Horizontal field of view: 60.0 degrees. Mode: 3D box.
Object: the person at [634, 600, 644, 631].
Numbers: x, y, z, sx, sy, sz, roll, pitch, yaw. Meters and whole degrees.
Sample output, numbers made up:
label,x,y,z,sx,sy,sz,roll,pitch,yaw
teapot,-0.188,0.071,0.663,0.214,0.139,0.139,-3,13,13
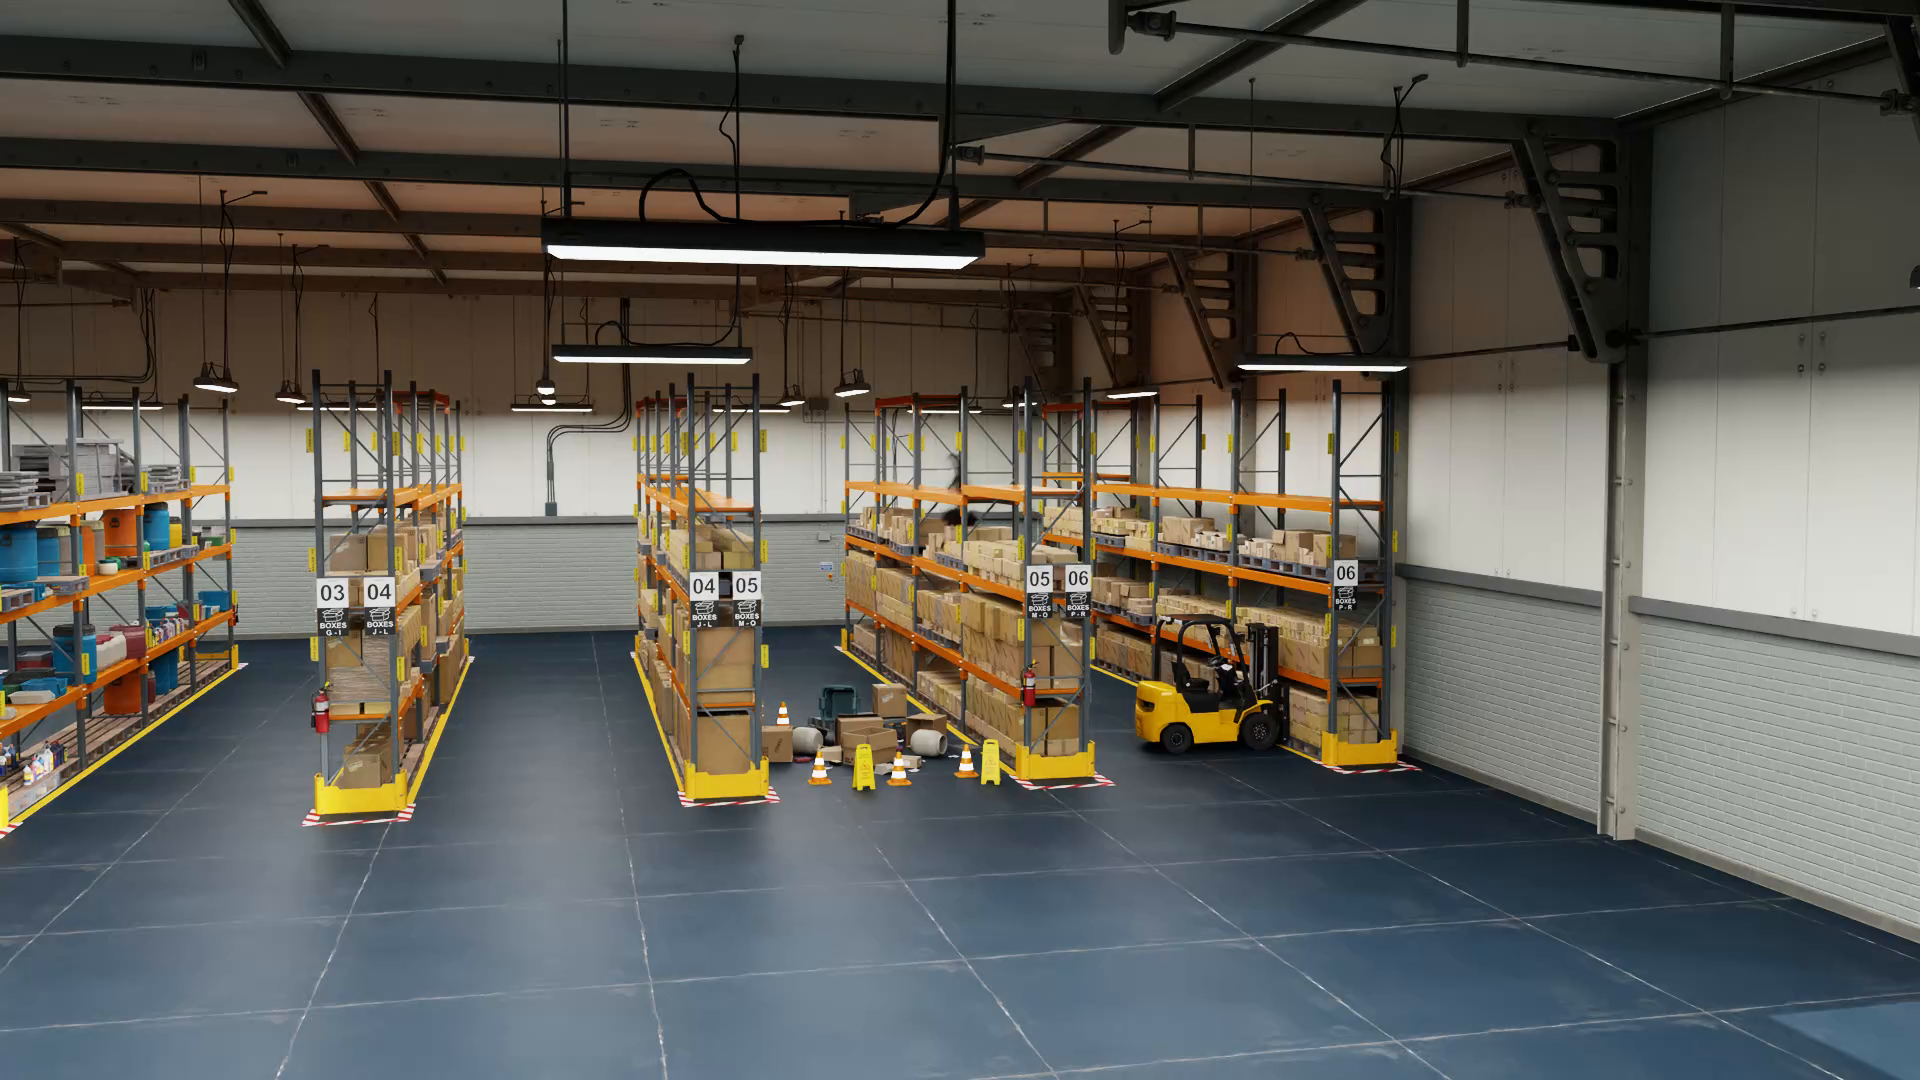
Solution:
label,x,y,z,sx,sy,sz,roll,pitch,yaw
person,-7.695,1.803,40.866,0.580,1.706,0.910,2,4,25
